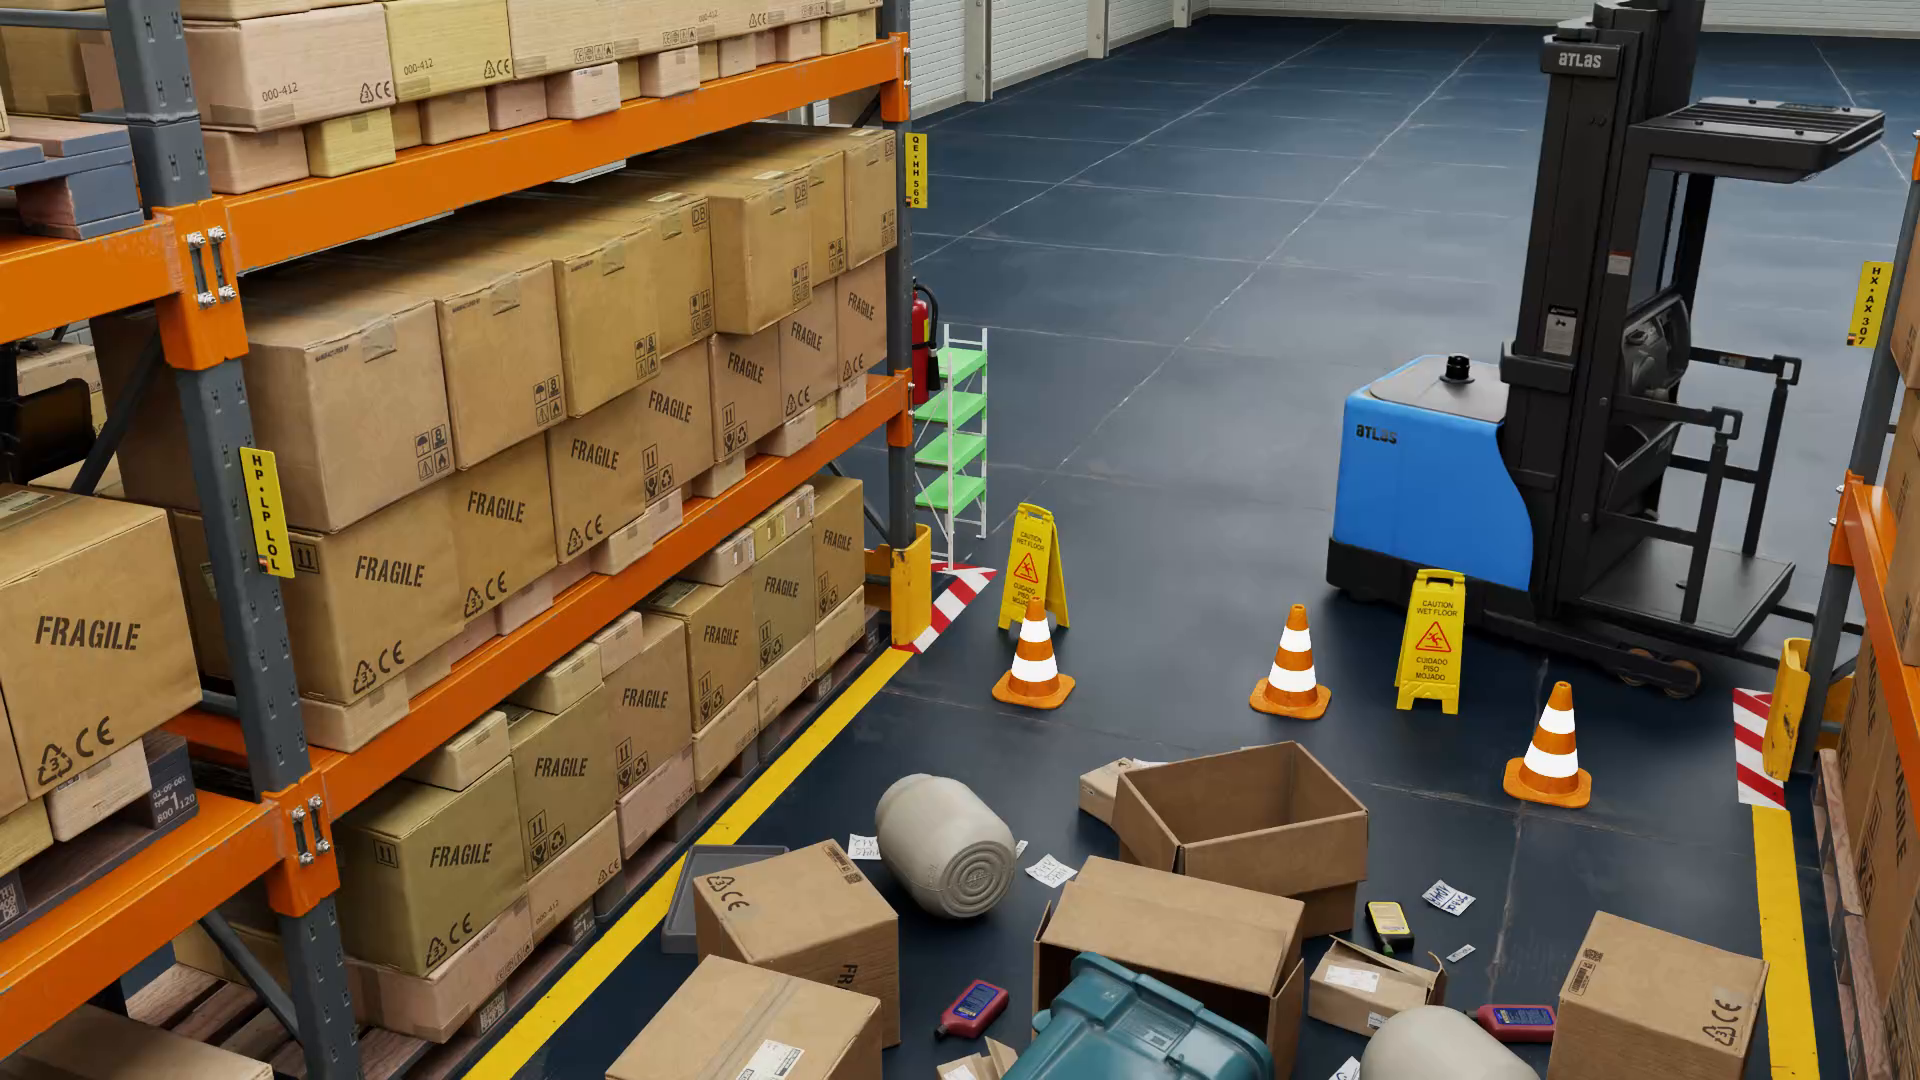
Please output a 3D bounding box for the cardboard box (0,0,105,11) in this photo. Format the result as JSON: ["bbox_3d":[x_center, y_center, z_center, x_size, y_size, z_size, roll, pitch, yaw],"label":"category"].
[{"bbox_3d":[-2.271,-1.389,4.082,0.380,0.149,0.250,9,24,21],"label":"cardboard box"}]

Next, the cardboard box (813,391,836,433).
[{"bbox_3d":[-0.747,-0.564,7.034,0.380,0.149,0.250,8,24,19],"label":"cardboard box"}]

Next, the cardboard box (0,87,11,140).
[{"bbox_3d":[-2.269,-0.887,3.239,0.500,0.250,0.500,8,24,19],"label":"cardboard box"}]

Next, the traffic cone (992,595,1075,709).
[{"bbox_3d":[0.337,0.470,7.525,0.336,0.463,0.334,9,24,20],"label":"traffic cone"}]

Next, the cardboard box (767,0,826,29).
[{"bbox_3d":[-0.841,-2.092,6.283,0.500,0.250,0.500,8,24,19],"label":"cardboard box"}]

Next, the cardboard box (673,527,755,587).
[{"bbox_3d":[-1.026,0.039,6.473,0.380,0.149,0.250,10,25,22],"label":"cardboard box"}]

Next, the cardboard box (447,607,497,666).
[{"bbox_3d":[-1.656,0.244,5.100,0.380,0.149,0.250,9,24,20],"label":"cardboard box"}]

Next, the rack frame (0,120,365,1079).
[{"bbox_3d":[-2.186,0.392,4.420,1.000,3.000,0.127,9,24,20],"label":"rack frame"}]

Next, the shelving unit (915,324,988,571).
[{"bbox_3d":[-0.061,-0.494,8.877,0.258,1.200,0.503,9,24,20],"label":"shelving unit"}]

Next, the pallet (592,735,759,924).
[{"bbox_3d":[-1.518,0.995,6.593,1.003,0.211,1.213,9,24,20],"label":"pallet"}]

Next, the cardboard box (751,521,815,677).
[{"bbox_3d":[-0.947,0.201,6.927,0.500,0.500,0.500,10,25,22],"label":"cardboard box"}]

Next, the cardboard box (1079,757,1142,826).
[{"bbox_3d":[0.688,1.034,6.581,0.250,0.149,0.380,-17,28,-35],"label":"cardboard box"}]

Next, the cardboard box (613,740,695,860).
[{"bbox_3d":[-1.334,0.912,6.198,0.500,0.250,0.500,8,24,19],"label":"cardboard box"}]

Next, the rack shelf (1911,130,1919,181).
[{"bbox_3d":[3.190,-0.703,4.083,1.077,0.370,4.000,9,24,20],"label":"rack shelf"}]

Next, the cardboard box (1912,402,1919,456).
[{"bbox_3d":[3.306,-0.416,4.759,0.875,0.550,0.550,9,24,20],"label":"cardboard box"}]

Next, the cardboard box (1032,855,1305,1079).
[{"bbox_3d":[0.658,1.377,5.125,0.797,0.637,0.503,9,24,20],"label":"cardboard box"}]

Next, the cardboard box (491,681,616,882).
[{"bbox_3d":[-1.529,0.755,5.600,0.500,0.500,0.500,10,25,22],"label":"cardboard box"}]

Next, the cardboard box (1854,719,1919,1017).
[{"bbox_3d":[3.417,0.987,5.207,0.875,0.875,0.875,8,24,19],"label":"cardboard box"}]

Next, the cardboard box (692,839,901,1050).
[{"bbox_3d":[-0.525,1.356,5.352,0.500,0.500,0.500,-12,25,-26],"label":"cardboard box"}]

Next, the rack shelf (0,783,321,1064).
[{"bbox_3d":[-2.929,1.440,2.845,1.077,0.370,4.000,9,24,20],"label":"rack shelf"}]

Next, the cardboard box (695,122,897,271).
[{"bbox_3d":[-0.688,-1.470,7.065,0.700,0.500,0.500,8,24,19],"label":"cardboard box"}]

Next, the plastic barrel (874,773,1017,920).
[{"bbox_3d":[-0.062,1.105,6.055,0.421,0.421,0.512,-12,25,-26],"label":"plastic barrel"}]

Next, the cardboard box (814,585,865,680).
[{"bbox_3d":[-0.760,0.372,7.490,0.500,0.250,0.500,9,24,20],"label":"cardboard box"}]

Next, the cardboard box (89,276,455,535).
[{"bbox_3d":[-1.822,-0.379,4.453,0.700,0.500,0.500,9,24,20],"label":"cardboard box"}]

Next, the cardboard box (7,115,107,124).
[{"bbox_3d":[-2.353,-1.033,4.265,0.380,0.149,0.250,9,24,20],"label":"cardboard box"}]

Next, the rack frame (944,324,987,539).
[{"bbox_3d":[0.029,-0.582,9.086,0.240,1.200,0.015,9,24,20],"label":"rack frame"}]

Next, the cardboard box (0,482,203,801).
[{"bbox_3d":[-2.145,0.213,3.788,0.500,0.500,0.500,8,24,19],"label":"cardboard box"}]

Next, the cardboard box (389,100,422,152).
[{"bbox_3d":[-1.704,-1.143,4.528,0.380,0.149,0.250,9,24,20],"label":"cardboard box"}]

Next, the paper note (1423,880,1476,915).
[{"bbox_3d":[1.789,1.307,6.083,0.144,0.017,0.142,19,29,38],"label":"paper note"}]

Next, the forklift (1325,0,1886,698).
[{"bbox_3d":[3.355,-0.868,7.526,3.031,2.935,1.130,17,28,35],"label":"forklift"}]

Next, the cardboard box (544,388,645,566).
[{"bbox_3d":[-1.401,-0.270,5.488,0.500,0.500,0.500,9,24,20],"label":"cardboard box"}]

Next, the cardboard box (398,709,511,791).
[{"bbox_3d":[-1.615,0.613,5.099,0.380,0.149,0.250,9,24,21],"label":"cardboard box"}]

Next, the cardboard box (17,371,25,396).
[{"bbox_3d":[-5.376,-0.742,8.860,0.500,0.250,0.500,9,24,21],"label":"cardboard box"}]

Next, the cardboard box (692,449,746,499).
[{"bbox_3d":[-1.051,-0.291,6.381,0.380,0.149,0.250,9,24,20],"label":"cardboard box"}]

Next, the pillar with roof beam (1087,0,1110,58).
[{"bbox_3d":[6.506,-12.369,27.186,9.100,9.000,0.400,9,24,20],"label":"pillar with roof beam"}]

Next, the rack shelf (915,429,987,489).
[{"bbox_3d":[-0.061,-0.436,8.902,0.258,0.148,0.480,9,24,20],"label":"rack shelf"}]

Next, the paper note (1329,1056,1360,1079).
[{"bbox_3d":[1.252,1.690,5.174,0.172,0.023,0.155,19,29,38],"label":"paper note"}]

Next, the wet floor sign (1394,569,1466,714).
[{"bbox_3d":[2.105,0.426,7.394,0.267,0.644,0.232,5,23,11],"label":"wet floor sign"}]

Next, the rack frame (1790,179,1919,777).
[{"bbox_3d":[3.933,-0.367,6.236,1.000,3.000,0.127,9,24,20],"label":"rack frame"}]

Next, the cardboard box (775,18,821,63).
[{"bbox_3d":[-0.766,-1.956,6.475,0.380,0.149,0.250,10,25,22],"label":"cardboard box"}]

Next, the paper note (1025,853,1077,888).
[{"bbox_3d":[0.342,1.242,6.253,0.148,0.019,0.142,19,29,38],"label":"paper note"}]

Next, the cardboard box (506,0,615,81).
[{"bbox_3d":[-1.388,-1.542,4.966,0.500,0.250,0.500,9,24,21],"label":"cardboard box"}]

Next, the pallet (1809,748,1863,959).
[{"bbox_3d":[3.708,1.217,6.062,1.003,0.211,1.213,9,24,20],"label":"pallet"}]

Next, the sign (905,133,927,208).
[{"bbox_3d":[-0.193,-1.633,7.355,0.100,0.325,0.005,9,24,20],"label":"sign"}]

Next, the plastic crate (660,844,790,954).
[{"bbox_3d":[-0.842,1.295,6.046,0.402,0.080,0.583,1,23,2],"label":"plastic crate"}]

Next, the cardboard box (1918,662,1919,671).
[{"bbox_3d":[3.170,0.281,4.490,0.875,0.550,0.500,9,24,20],"label":"cardboard box"}]

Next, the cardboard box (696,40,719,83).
[{"bbox_3d":[-1.075,-1.686,5.828,0.380,0.149,0.250,8,24,19],"label":"cardboard box"}]

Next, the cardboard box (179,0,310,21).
[{"bbox_3d":[-1.766,-1.310,3.894,0.380,0.149,0.250,8,24,19],"label":"cardboard box"}]

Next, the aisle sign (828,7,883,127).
[{"bbox_3d":[-0.408,-2.220,7.299,0.394,0.787,0.004,9,24,20],"label":"aisle sign"}]

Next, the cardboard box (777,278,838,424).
[{"bbox_3d":[-0.837,-0.811,6.783,0.500,0.500,0.500,9,24,20],"label":"cardboard box"}]

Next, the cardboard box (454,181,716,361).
[{"bbox_3d":[-1.291,-0.934,5.782,0.700,0.500,0.500,9,24,20],"label":"cardboard box"}]

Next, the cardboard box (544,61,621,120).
[{"bbox_3d":[-1.283,-1.401,5.147,0.380,0.149,0.250,8,24,19],"label":"cardboard box"}]

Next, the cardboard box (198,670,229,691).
[{"bbox_3d":[-2.350,0.349,4.848,0.380,0.149,0.250,9,24,20],"label":"cardboard box"}]

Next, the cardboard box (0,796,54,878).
[{"bbox_3d":[-2.236,0.630,3.632,0.380,0.149,0.250,8,24,18],"label":"cardboard box"}]

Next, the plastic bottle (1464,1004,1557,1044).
[{"bbox_3d":[1.794,1.572,5.406,0.283,0.061,0.133,1,23,2],"label":"plastic bottle"}]

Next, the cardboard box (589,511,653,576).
[{"bbox_3d":[-1.288,-0.015,5.721,0.380,0.149,0.250,9,24,20],"label":"cardboard box"}]
